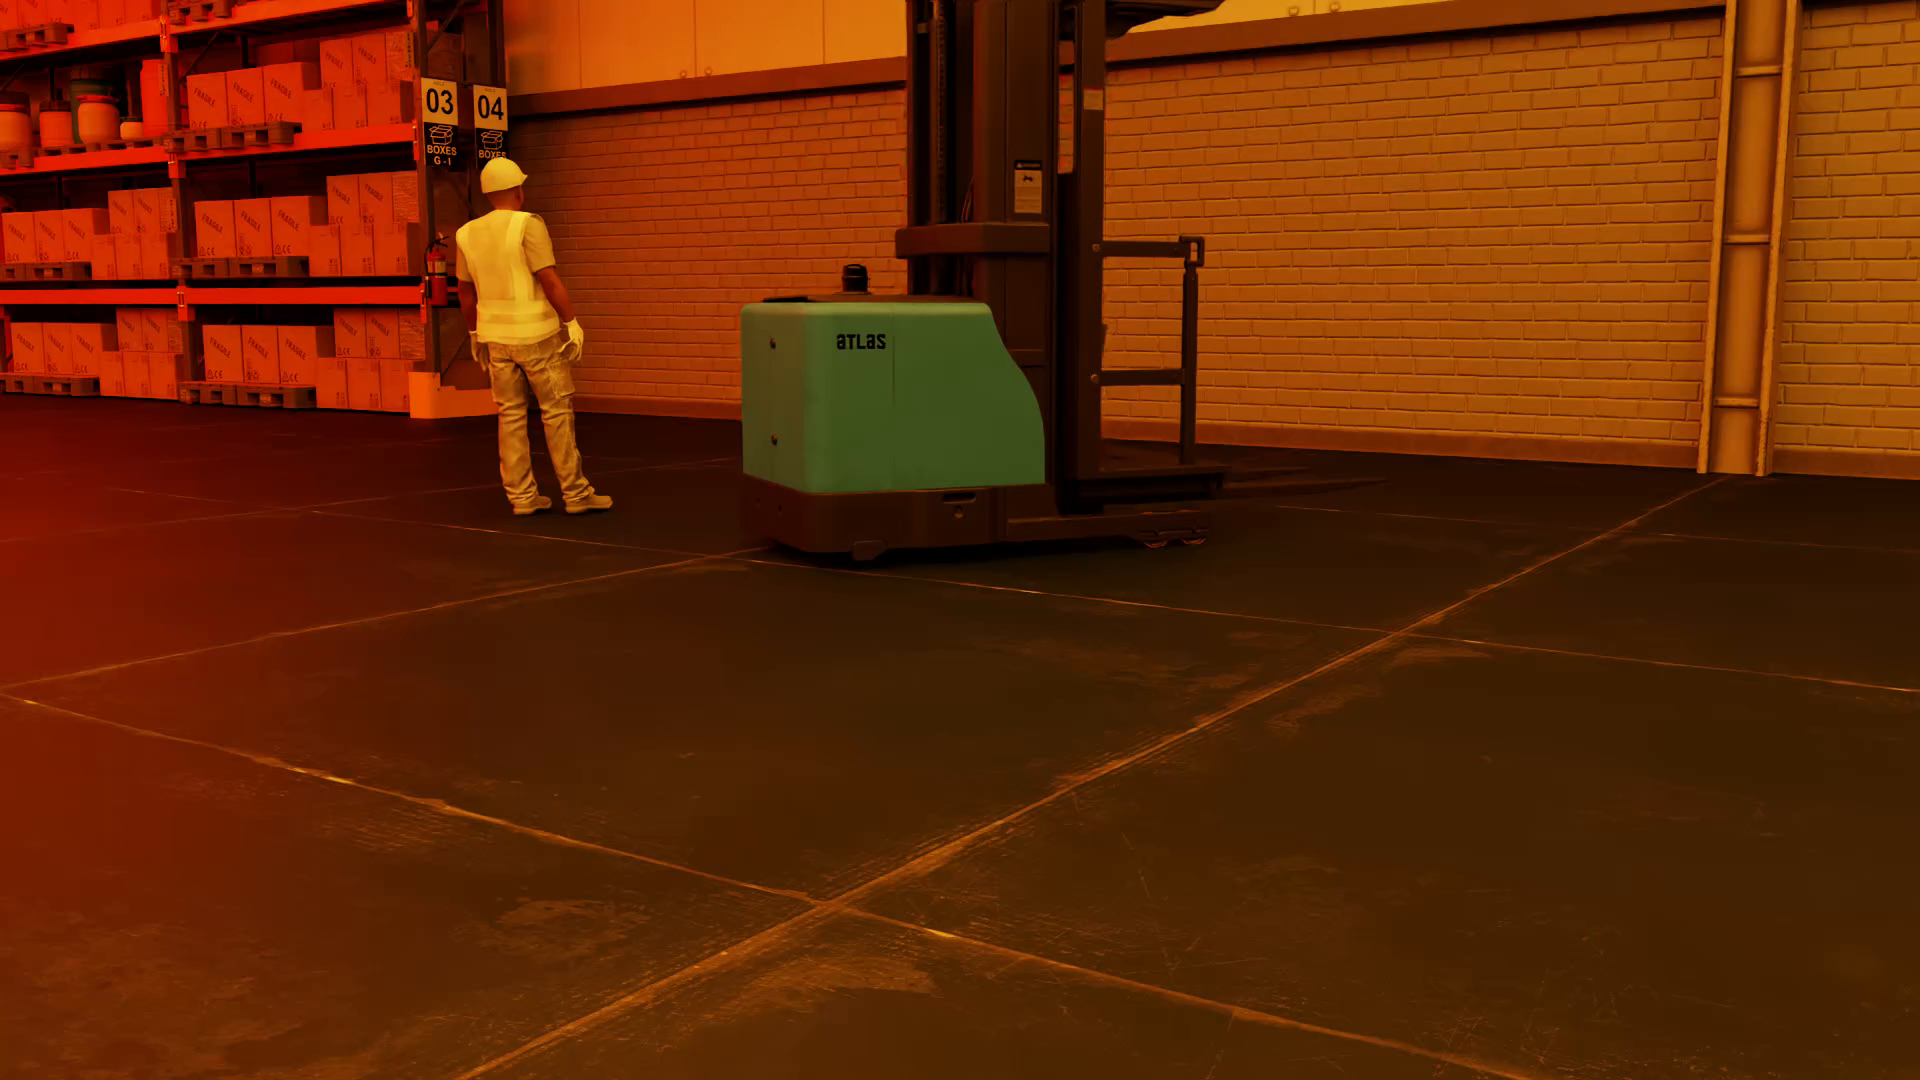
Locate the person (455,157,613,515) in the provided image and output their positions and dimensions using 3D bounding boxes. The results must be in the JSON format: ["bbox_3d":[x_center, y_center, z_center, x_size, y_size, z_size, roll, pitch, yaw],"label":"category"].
[{"bbox_3d":[-2.181,-1.028,8.458,0.663,1.784,0.578,3,9,22],"label":"person"}]

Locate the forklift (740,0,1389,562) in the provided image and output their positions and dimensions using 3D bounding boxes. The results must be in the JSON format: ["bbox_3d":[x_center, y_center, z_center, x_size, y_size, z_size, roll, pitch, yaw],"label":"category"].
[{"bbox_3d":[0.567,-1.476,7.574,3.031,2.935,1.130,-4,9,-24],"label":"forklift"}]
